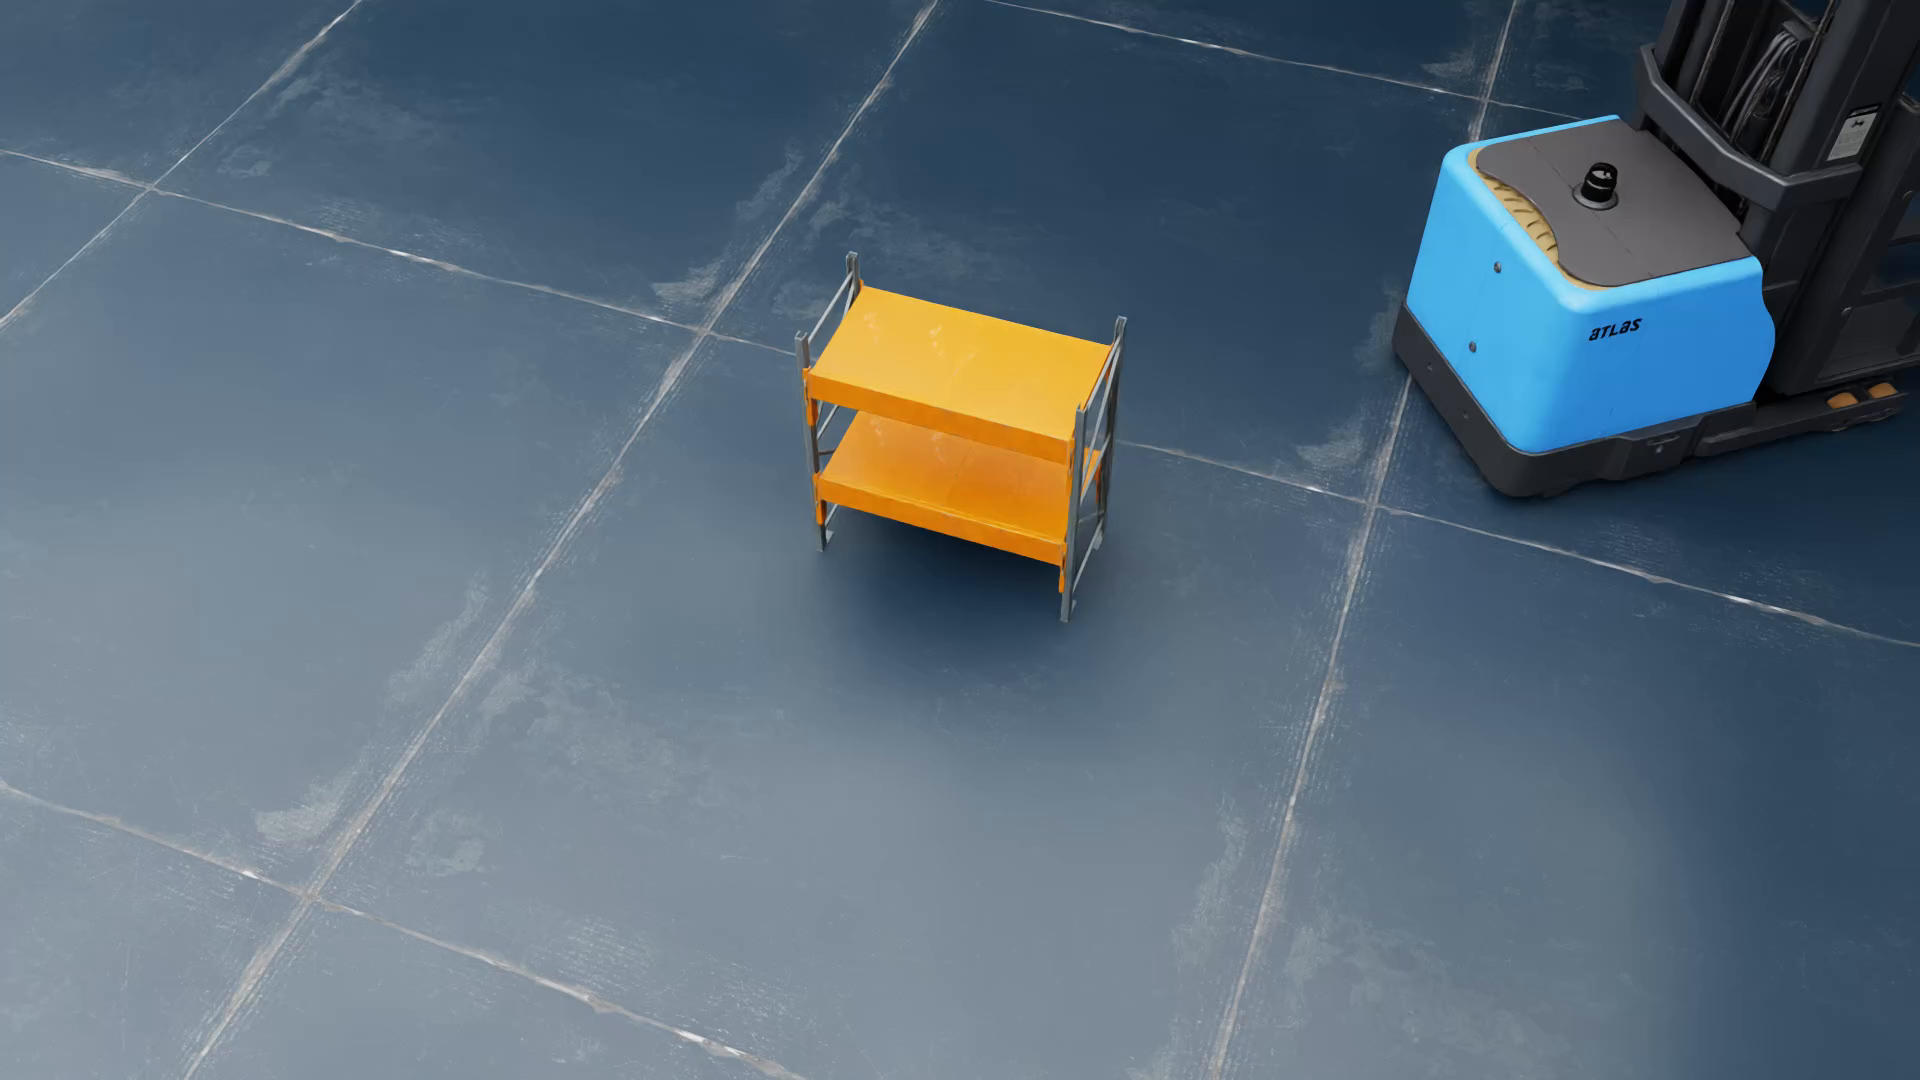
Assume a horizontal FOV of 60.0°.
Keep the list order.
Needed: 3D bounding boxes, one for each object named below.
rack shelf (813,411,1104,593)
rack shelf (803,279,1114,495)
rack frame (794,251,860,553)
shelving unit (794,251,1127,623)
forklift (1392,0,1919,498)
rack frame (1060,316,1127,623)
[{"bbox_3d":[0.006,-0.206,6.375,1.000,0.278,0.538,16,51,13],"label":"rack shelf"},{"bbox_3d":[0.006,-0.558,5.969,1.000,0.278,0.538,16,51,13],"label":"rack shelf"},{"bbox_3d":[-0.471,-0.500,6.305,0.032,1.125,0.500,16,51,13],"label":"rack frame"},{"bbox_3d":[0.006,-0.367,6.190,1.048,1.125,0.538,16,51,13],"label":"shelving unit"},{"bbox_3d":[3.462,-1.787,6.226,3.031,2.935,1.130,-13,50,-11],"label":"forklift"},{"bbox_3d":[0.483,-0.234,6.075,0.032,1.125,0.500,16,51,13],"label":"rack frame"}]
